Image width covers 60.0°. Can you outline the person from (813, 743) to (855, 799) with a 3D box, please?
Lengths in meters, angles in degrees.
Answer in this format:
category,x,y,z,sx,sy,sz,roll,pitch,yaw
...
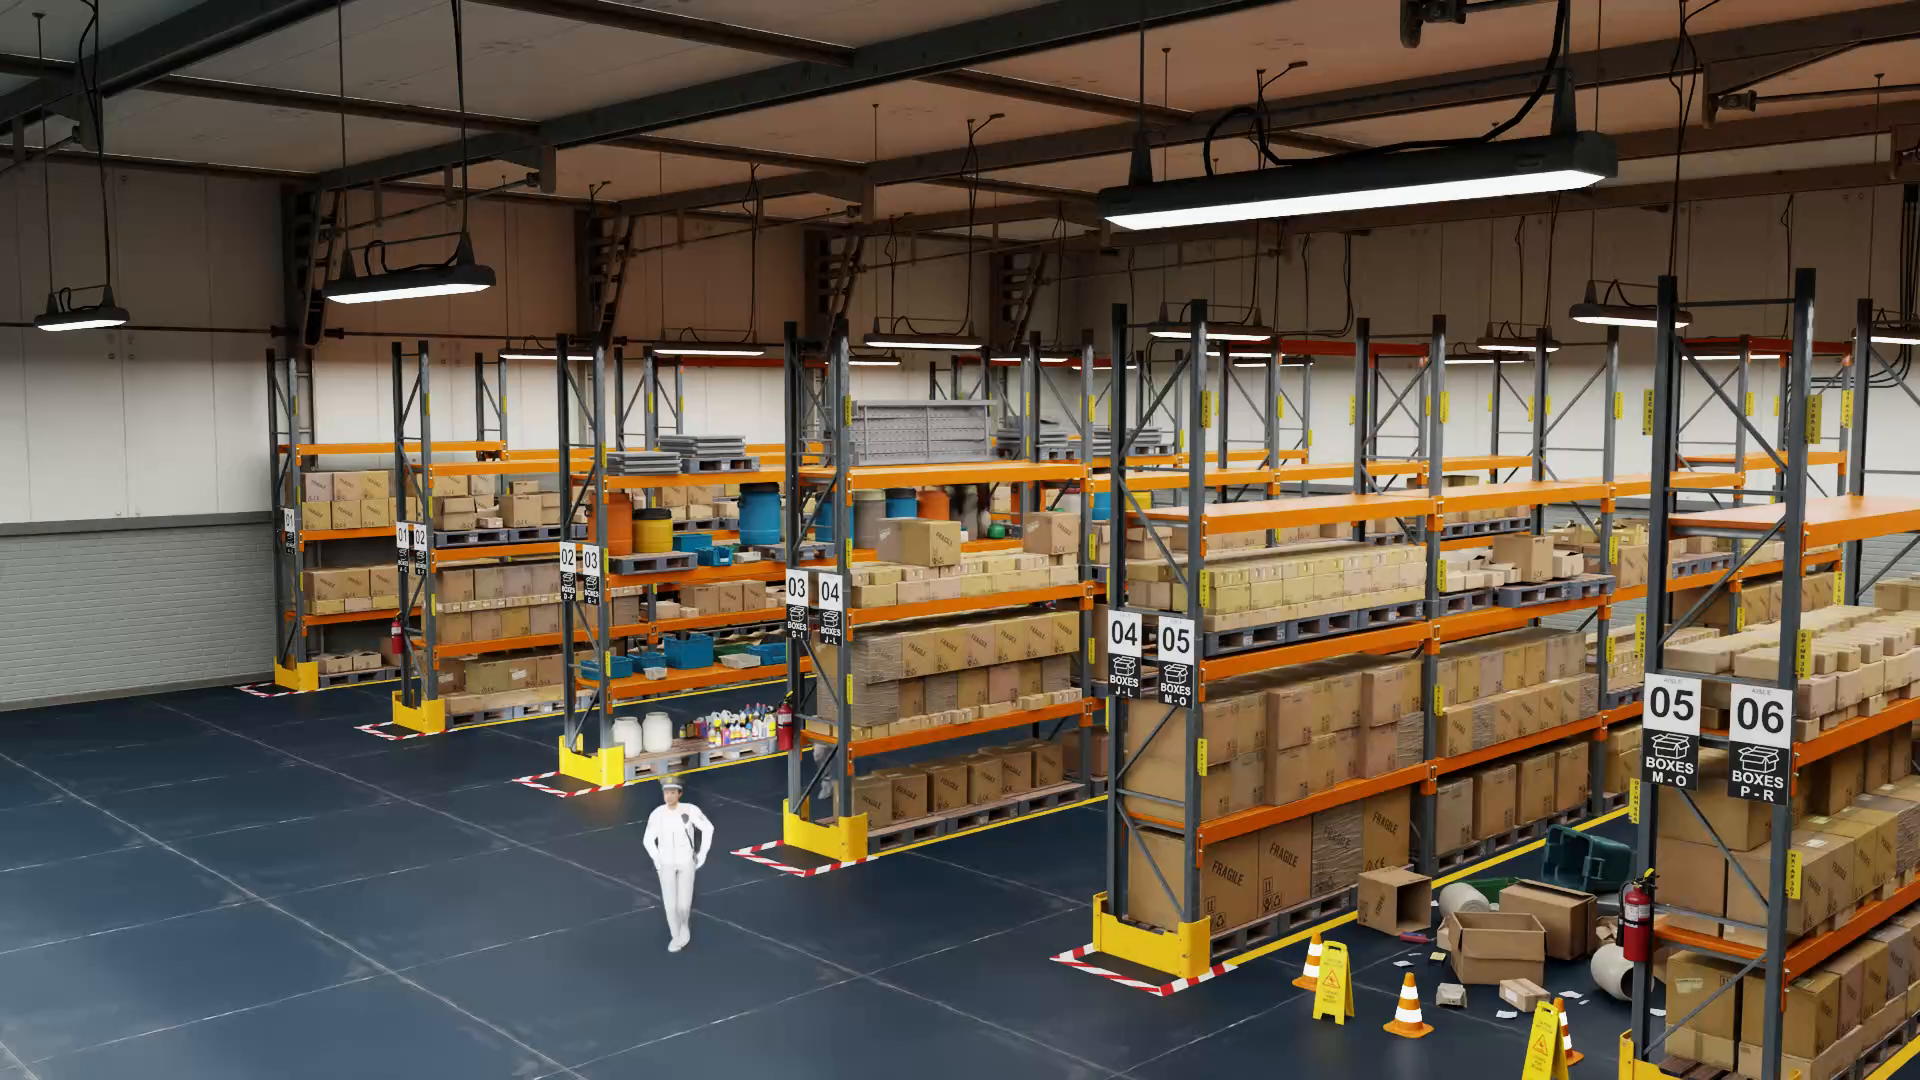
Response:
category,x,y,z,sx,sy,sz,roll,pitch,yaw
person,-1.611,2.440,21.331,0.646,1.804,0.737,4,6,38

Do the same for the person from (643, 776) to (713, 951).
category,x,y,z,sx,sy,sz,roll,pitch,yaw
person,-2.625,3.009,15.408,0.629,1.654,0.534,0,5,-1
